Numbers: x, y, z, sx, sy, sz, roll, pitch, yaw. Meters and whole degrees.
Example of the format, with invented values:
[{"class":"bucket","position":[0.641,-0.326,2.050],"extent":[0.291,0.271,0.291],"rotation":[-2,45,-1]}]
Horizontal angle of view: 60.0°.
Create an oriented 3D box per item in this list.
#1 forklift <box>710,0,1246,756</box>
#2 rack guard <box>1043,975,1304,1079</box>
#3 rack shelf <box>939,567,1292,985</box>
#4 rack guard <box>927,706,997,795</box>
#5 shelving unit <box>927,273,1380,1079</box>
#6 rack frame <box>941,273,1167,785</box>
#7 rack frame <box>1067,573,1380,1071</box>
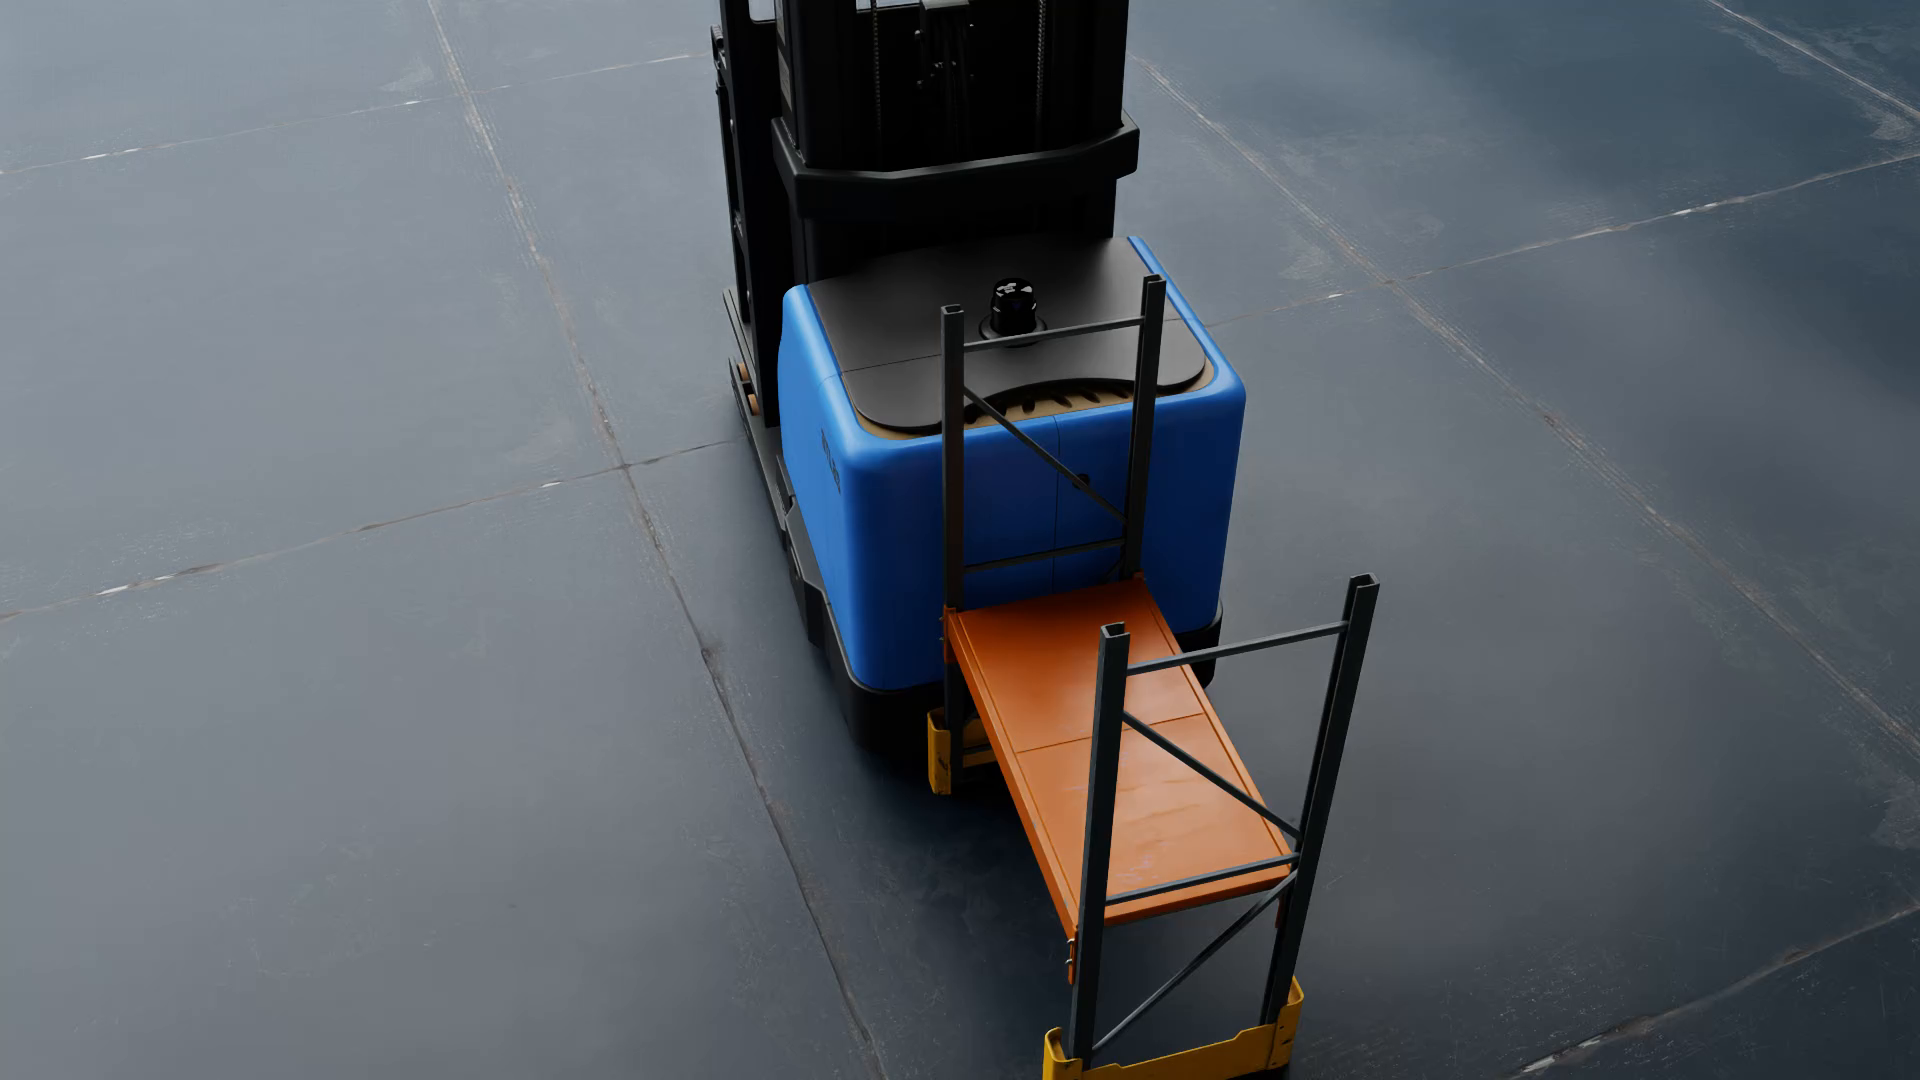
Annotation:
[{"class":"forklift","position":[-0.167,-1.502,4.749],"extent":[1.130,2.935,3.031],"rotation":[-10,42,-12]},{"class":"rack guard","position":[0.474,1.140,3.733],"extent":[0.587,0.250,0.087],"rotation":[-10,42,-12]},{"class":"rack shelf","position":[0.342,0.496,3.799],"extent":[0.538,0.185,1.000],"rotation":[-10,42,-12]},{"class":"rack guard","position":[0.204,0.515,4.460],"extent":[0.587,0.250,0.087],"rotation":[-10,42,-12]},{"class":"shelving unit","position":[0.339,0.353,3.689],"extent":[0.587,1.500,1.083],"rotation":[-10,42,-12]},{"class":"rack frame","position":[0.204,0.040,4.053],"extent":[0.500,1.500,0.032],"rotation":[-10,42,-12]},{"class":"rack frame","position":[0.479,0.678,3.311],"extent":[0.500,1.500,0.032],"rotation":[-10,42,-12]}]
